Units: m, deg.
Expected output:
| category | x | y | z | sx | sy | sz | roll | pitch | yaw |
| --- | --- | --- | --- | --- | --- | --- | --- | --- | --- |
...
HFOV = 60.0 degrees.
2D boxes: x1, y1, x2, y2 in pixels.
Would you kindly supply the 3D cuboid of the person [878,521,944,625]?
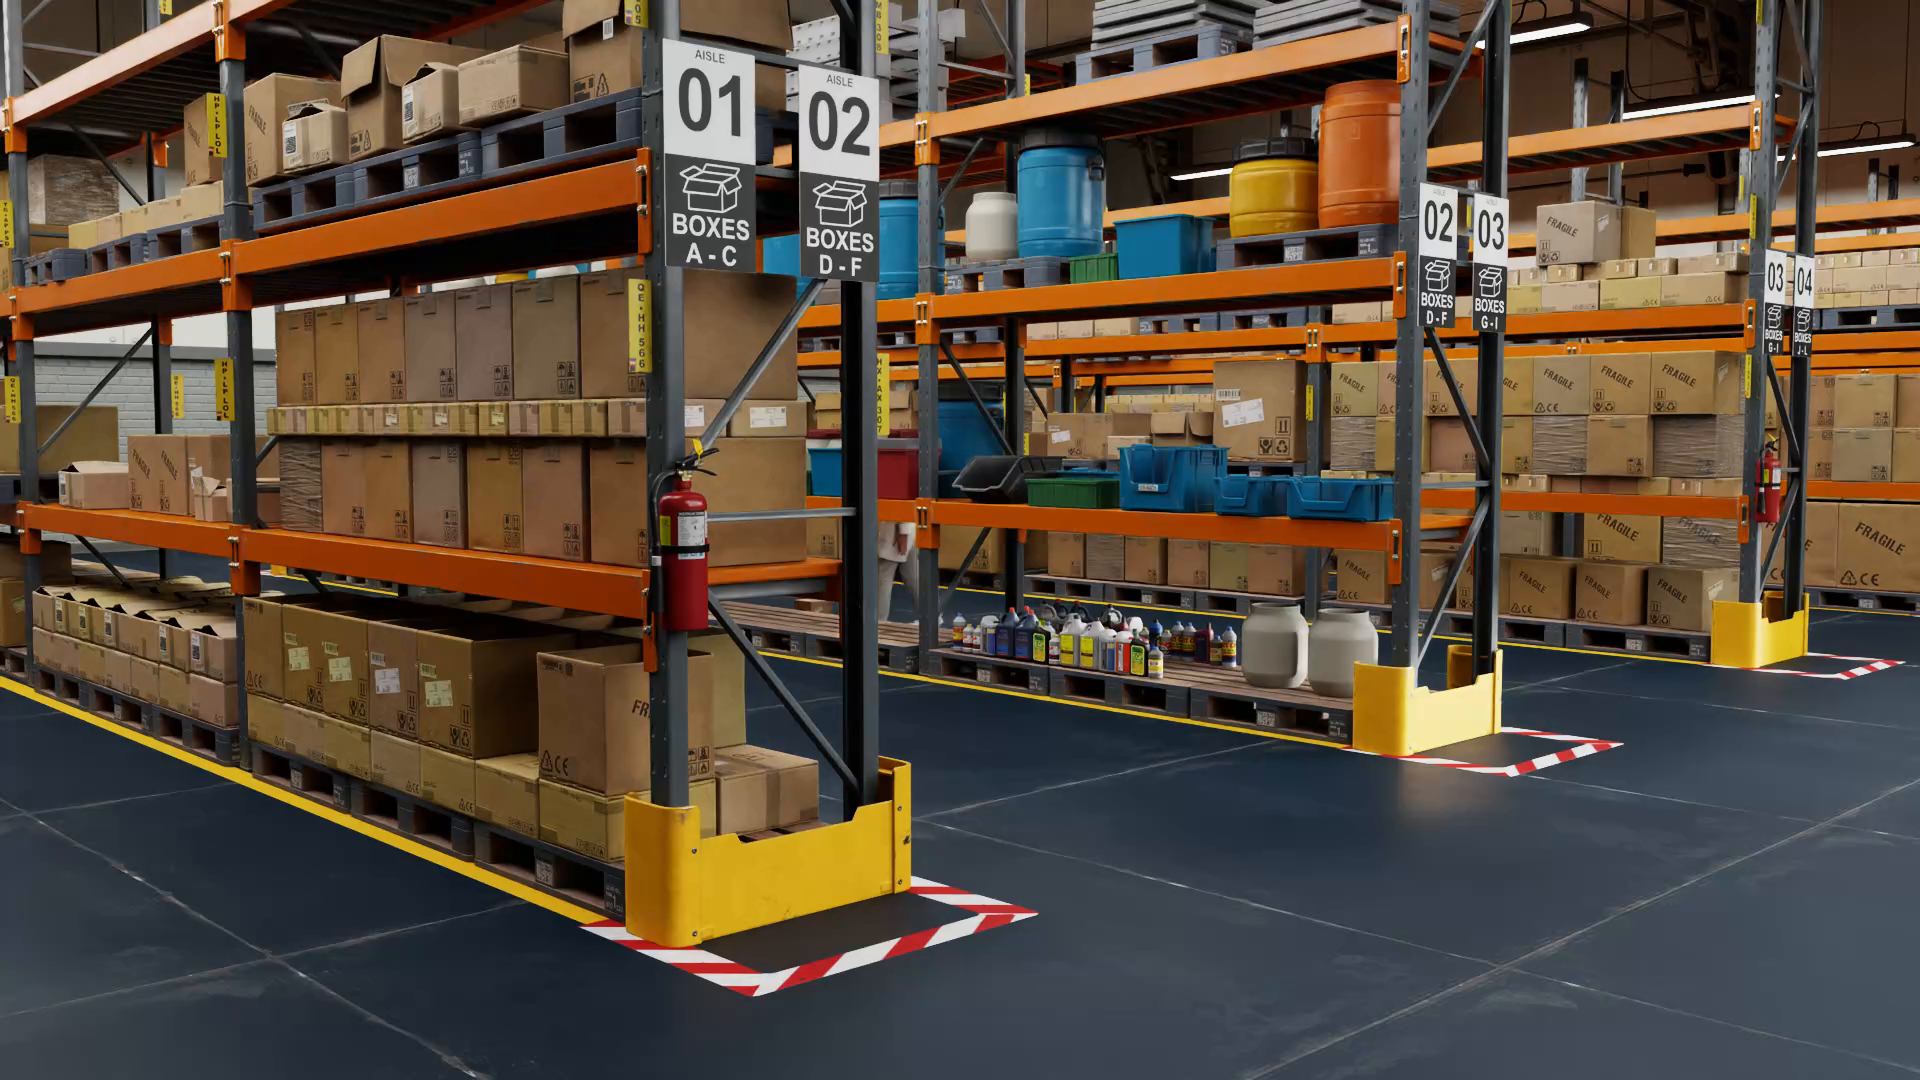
| category | x | y | z | sx | sy | sz | roll | pitch | yaw |
| --- | --- | --- | --- | --- | --- | --- | --- | --- | --- |
| person | -0.588 | -0.054 | 14.990 | 0.870 | 1.765 | 0.607 | 0 | 4 | 7 |
